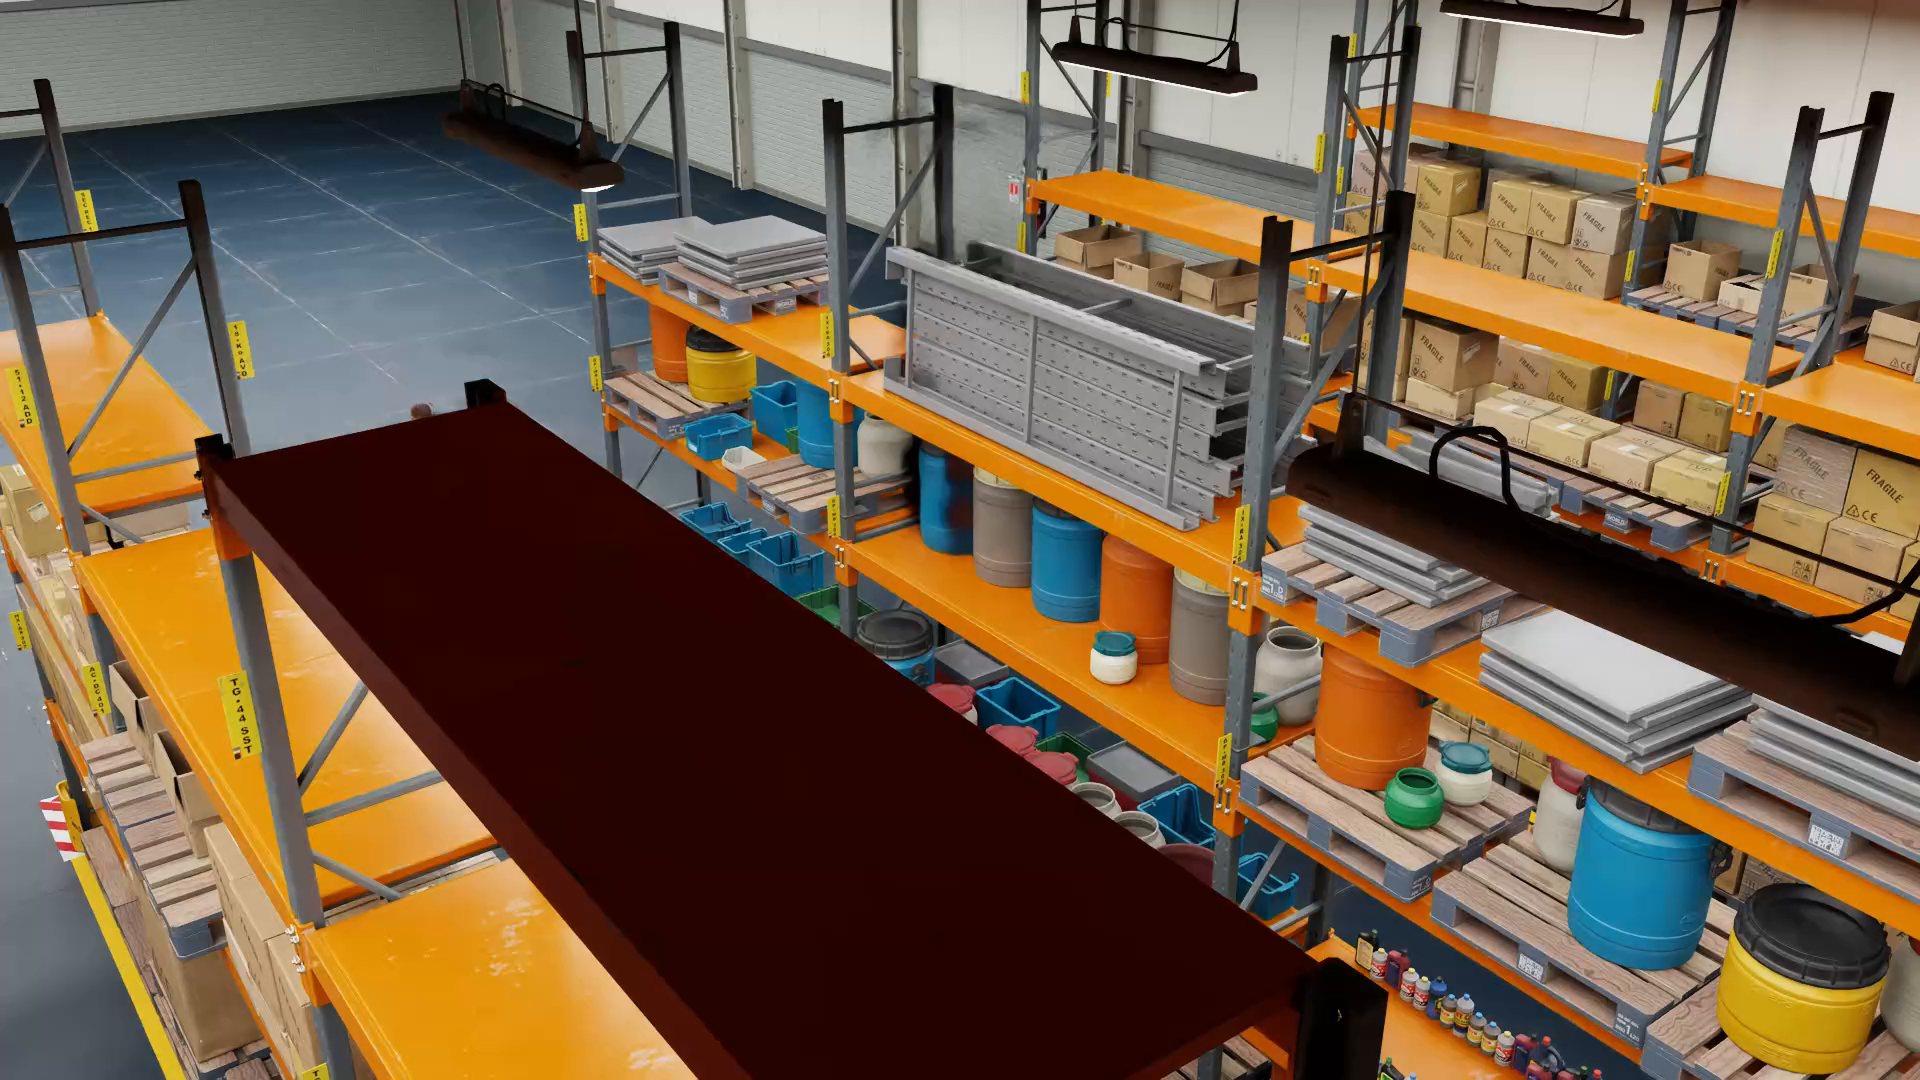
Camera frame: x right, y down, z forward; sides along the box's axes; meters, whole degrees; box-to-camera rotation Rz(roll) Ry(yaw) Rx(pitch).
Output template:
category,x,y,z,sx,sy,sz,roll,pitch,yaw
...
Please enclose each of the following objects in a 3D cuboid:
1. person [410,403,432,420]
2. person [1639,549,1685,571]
category,x,y,z,sx,sy,sz,roll,pitch,yaw
person,-5.940,-0.780,18.950,0.695,1.486,0.559,-3,25,-6
person,6.716,0.452,15.967,0.678,1.722,1.010,-20,31,-36
